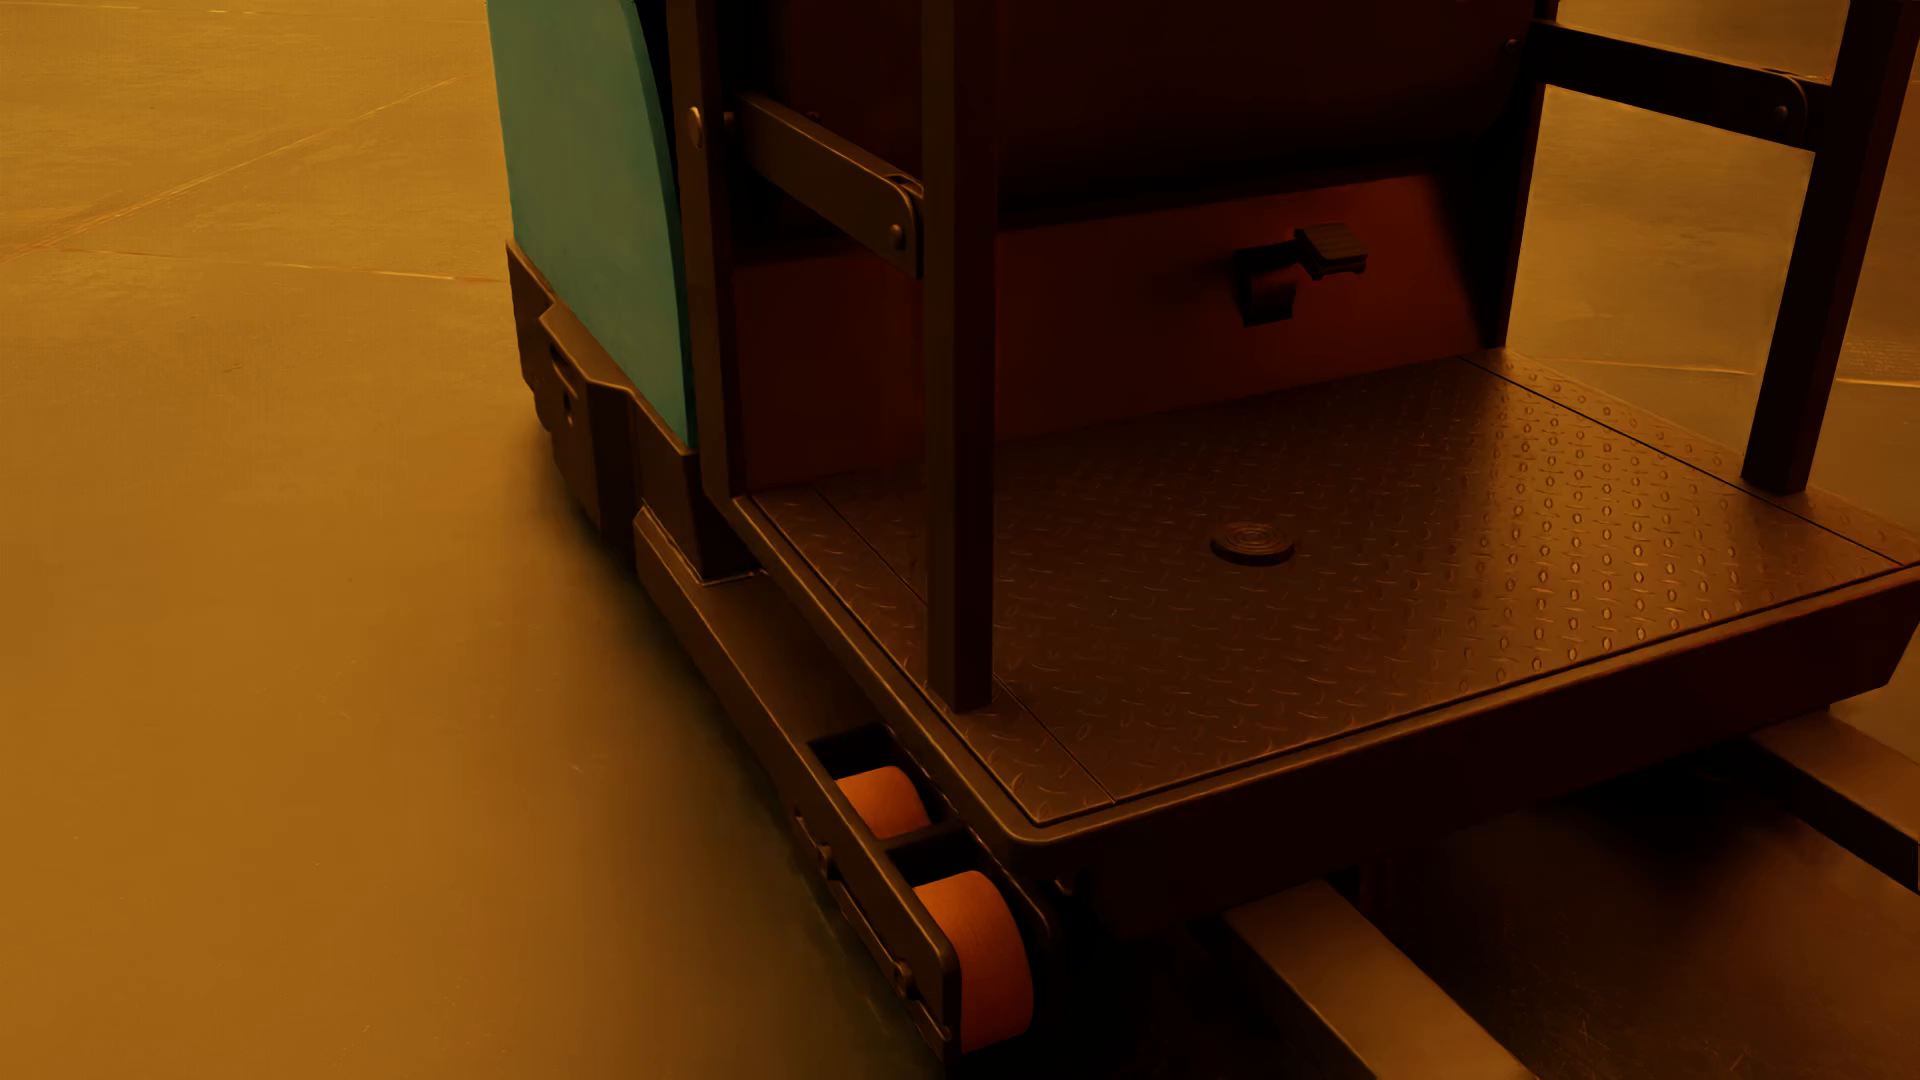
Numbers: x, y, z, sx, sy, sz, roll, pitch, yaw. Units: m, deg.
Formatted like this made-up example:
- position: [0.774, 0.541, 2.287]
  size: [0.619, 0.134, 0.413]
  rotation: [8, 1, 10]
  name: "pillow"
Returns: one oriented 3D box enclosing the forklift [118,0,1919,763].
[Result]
- position: [0.600, -1.354, 1.930]
  size: [3.031, 2.935, 1.130]
  rotation: [-4, 27, -9]
  name: "forklift"
